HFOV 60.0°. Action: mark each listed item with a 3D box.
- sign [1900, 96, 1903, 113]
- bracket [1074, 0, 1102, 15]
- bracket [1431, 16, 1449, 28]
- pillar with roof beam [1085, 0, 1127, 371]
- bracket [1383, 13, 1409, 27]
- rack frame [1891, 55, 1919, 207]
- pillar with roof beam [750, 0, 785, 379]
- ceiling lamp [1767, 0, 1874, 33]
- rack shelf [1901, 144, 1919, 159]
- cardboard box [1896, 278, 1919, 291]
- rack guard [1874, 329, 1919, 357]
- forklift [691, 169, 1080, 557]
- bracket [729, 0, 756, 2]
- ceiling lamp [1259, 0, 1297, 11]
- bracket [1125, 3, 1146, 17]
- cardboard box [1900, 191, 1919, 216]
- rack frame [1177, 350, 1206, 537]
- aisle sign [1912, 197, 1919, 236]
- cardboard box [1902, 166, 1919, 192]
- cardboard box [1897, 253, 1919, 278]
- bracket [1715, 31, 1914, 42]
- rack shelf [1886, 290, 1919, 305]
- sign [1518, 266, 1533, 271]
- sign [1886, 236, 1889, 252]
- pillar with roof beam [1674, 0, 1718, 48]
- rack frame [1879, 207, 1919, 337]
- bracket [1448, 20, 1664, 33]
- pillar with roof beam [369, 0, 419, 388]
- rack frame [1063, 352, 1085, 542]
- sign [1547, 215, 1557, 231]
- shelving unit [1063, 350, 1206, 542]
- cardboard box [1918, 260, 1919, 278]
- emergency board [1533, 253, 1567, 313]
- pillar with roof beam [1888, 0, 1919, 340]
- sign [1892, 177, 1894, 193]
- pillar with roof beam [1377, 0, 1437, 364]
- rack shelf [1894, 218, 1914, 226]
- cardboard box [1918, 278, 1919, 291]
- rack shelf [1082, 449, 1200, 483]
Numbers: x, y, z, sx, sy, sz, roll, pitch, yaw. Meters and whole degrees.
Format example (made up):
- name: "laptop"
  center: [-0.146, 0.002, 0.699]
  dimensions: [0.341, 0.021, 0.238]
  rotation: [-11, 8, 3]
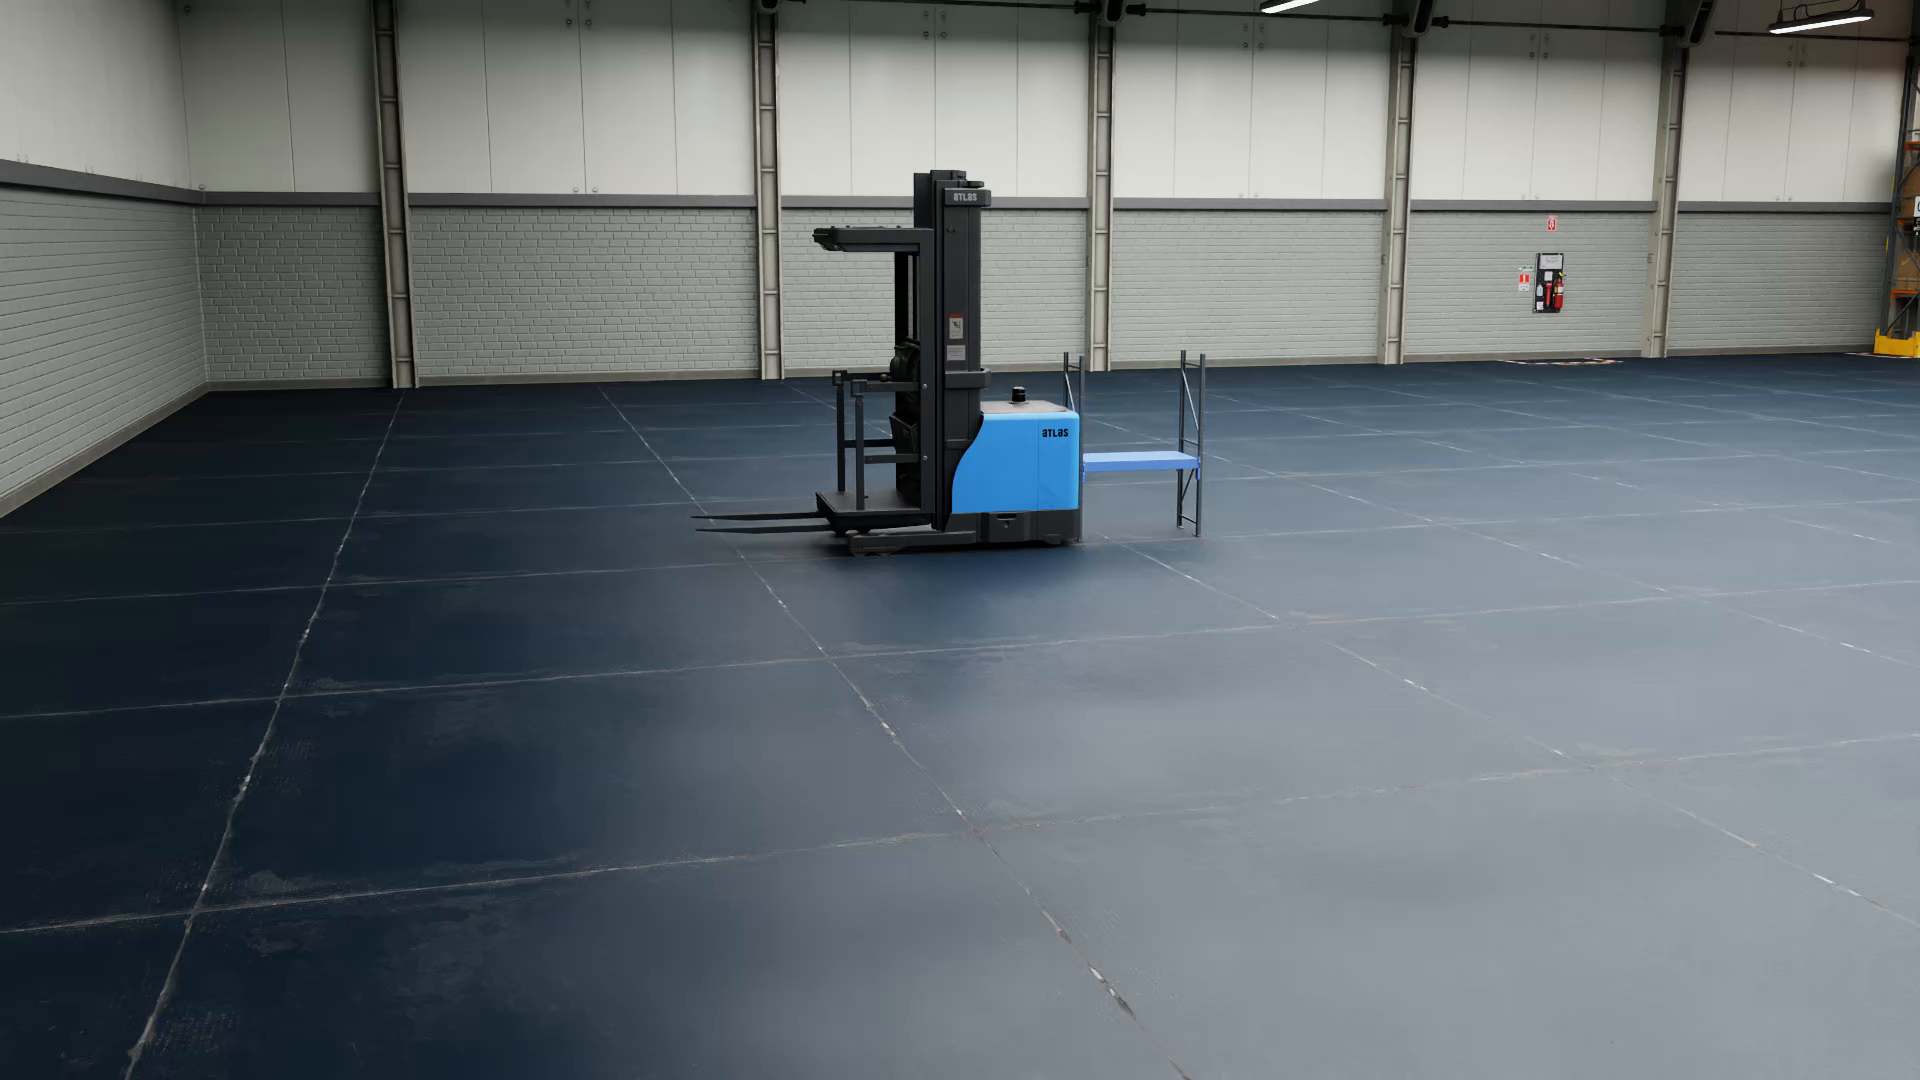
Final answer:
- name: "sign"
  center: [19.225, -8.881, 33.914]
  dimensions: [0.005, 0.325, 0.100]
  rotation: [-3, 11, -16]
- name: "bracket"
  center: [2.209, -9.208, 28.769]
  dimensions: [0.430, 0.232, 0.235]
  rotation: [-3, 11, -16]
- name: "bracket"
  center: [8.767, -9.554, 30.647]
  dimensions: [0.430, 0.232, 0.235]
  rotation: [-3, 11, -16]
- name: "pillar with roof beam"
  center: [3.712, -6.772, 25.479]
  dimensions: [0.548, 9.000, 9.100]
  rotation: [-3, 11, -16]
- name: "bracket"
  center: [7.970, -9.512, 30.418]
  dimensions: [0.430, 0.232, 0.235]
  rotation: [-3, 11, -16]
- name: "rack frame"
  center: [19.361, -8.246, 33.483]
  dimensions: [0.127, 3.000, 1.000]
  rotation: [-3, 11, -16]
- name: "pillar with roof beam"
  center: [-2.049, -6.469, 23.830]
  dimensions: [0.548, 9.000, 9.100]
  rotation: [-3, 11, -16]
- name: "ceiling lamp"
  center: [14.000, -10.062, 27.225]
  dimensions: [0.800, 3.185, 2.000]
  rotation: [-3, 11, -16]
- name: "rack shelf"
  center: [21.281, -7.992, 34.098]
  dimensions: [4.000, 0.370, 1.077]
  rotation: [-3, 11, -16]
- name: "cardboard box"
  center: [19.756, -5.289, 34.350]
  dimensions: [0.500, 0.250, 0.500]
  rotation: [-3, 11, -15]
- name: "rack guard"
  center: [19.434, -4.070, 34.273]
  dimensions: [0.348, 0.500, 1.175]
  rotation: [-3, 11, -16]
- name: "forklift"
  center: [-0.616, -1.417, 13.147]
  dimensions: [3.031, 2.935, 1.130]
  rotation: [-2, 11, -12]
- name: "bracket"
  center: [-3.551, -8.905, 27.120]
  dimensions: [0.430, 0.232, 0.235]
  rotation: [-3, 11, -16]
- name: "ceiling lamp"
  center: [4.830, -9.599, 24.596]
  dimensions: [0.800, 3.144, 2.000]
  rotation: [-3, 11, -16]
- name: "bracket"
  center: [3.006, -9.250, 28.997]
  dimensions: [0.430, 0.232, 0.235]
  rotation: [-3, 11, -16]
- name: "cardboard box"
  center: [19.691, -6.895, 34.098]
  dimensions: [0.500, 0.500, 0.500]
  rotation: [-2, 11, -12]
- name: "rack frame"
  center: [1.914, -0.808, 13.793]
  dimensions: [0.032, 1.500, 0.500]
  rotation: [-2, 11, -12]
- name: "aisle sign"
  center: [19.376, -6.518, 33.488]
  dimensions: [0.004, 0.787, 0.394]
  rotation: [-3, 11, -16]
- name: "cardboard box"
  center: [19.702, -7.389, 34.019]
  dimensions: [0.500, 0.500, 0.500]
  rotation: [-3, 11, -13]
- name: "cardboard box"
  center: [19.754, -5.661, 34.300]
  dimensions: [0.500, 0.500, 0.500]
  rotation: [-3, 11, -17]
- name: "bracket"
  center: [17.002, -9.988, 33.004]
  dimensions: [4.783, 0.066, 0.076]
  rotation: [-3, 11, -16]
- name: "rack shelf"
  center: [21.281, -5.043, 34.641]
  dimensions: [4.000, 0.370, 1.077]
  rotation: [-3, 11, -16]
- name: "sign"
  center: [11.094, -5.326, 32.630]
  dimensions: [0.331, 0.109, 0.001]
  rotation: [-3, 11, -16]
- name: "sign"
  center: [19.225, -6.118, 34.422]
  dimensions: [0.005, 0.325, 0.100]
  rotation: [-3, 11, -16]
- name: "pillar with roof beam"
  center: [15.287, -10.303, 28.053]
  dimensions: [0.548, 2.987, 8.718]
  rotation: [-3, 11, -16]
- name: "rack frame"
  center: [19.361, -5.295, 34.026]
  dimensions: [0.127, 3.000, 1.000]
  rotation: [-3, 11, -16]
- name: "bracket"
  center: [11.241, -9.684, 31.355]
  dimensions: [4.783, 0.066, 0.076]
  rotation: [-3, 11, -16]
- name: "pillar with roof beam"
  center: [-7.810, -6.165, 22.181]
  dimensions: [0.548, 9.000, 9.100]
  rotation: [-3, 11, -16]
- name: "rack frame"
  center: [0.922, -0.768, 13.576]
  dimensions: [0.032, 1.500, 0.500]
  rotation: [-2, 11, -12]
- name: "sign"
  center: [11.611, -6.216, 32.625]
  dimensions: [0.199, 0.298, 0.001]
  rotation: [-3, 11, -16]
- name: "shelving unit"
  center: [1.418, -0.788, 13.685]
  dimensions: [1.048, 1.500, 0.538]
  rotation: [-2, 11, -12]
- name: "cardboard box"
  center: [19.903, -5.572, 33.818]
  dimensions: [0.500, 0.500, 0.500]
  rotation: [-3, 11, -16]
- name: "emergency board"
  center: [11.647, -5.059, 32.743]
  dimensions: [0.643, 1.169, 0.194]
  rotation: [-3, 11, -16]
- name: "pillar with roof beam"
  center: [20.995, -7.683, 30.427]
  dimensions: [0.548, 9.000, 9.100]
  rotation: [-3, 11, -16]
- name: "sign"
  center: [19.225, -7.304, 34.204]
  dimensions: [0.005, 0.325, 0.100]
  rotation: [-3, 11, -16]
- name: "pillar with roof beam"
  center: [9.473, -7.076, 27.129]
  dimensions: [0.548, 9.000, 9.100]
  rotation: [-3, 11, -16]
- name: "rack shelf"
  center: [21.281, -6.518, 34.370]
  dimensions: [4.000, 0.370, 1.077]
  rotation: [-3, 11, -16]
- name: "cardboard box"
  center: [19.918, -5.201, 33.872]
  dimensions: [0.500, 0.250, 0.500]
  rotation: [-3, 11, -18]
- name: "rack shelf"
  center: [1.418, -0.611, 13.717]
  dimensions: [1.000, 0.185, 0.538]
  rotation: [-2, 11, -12]
